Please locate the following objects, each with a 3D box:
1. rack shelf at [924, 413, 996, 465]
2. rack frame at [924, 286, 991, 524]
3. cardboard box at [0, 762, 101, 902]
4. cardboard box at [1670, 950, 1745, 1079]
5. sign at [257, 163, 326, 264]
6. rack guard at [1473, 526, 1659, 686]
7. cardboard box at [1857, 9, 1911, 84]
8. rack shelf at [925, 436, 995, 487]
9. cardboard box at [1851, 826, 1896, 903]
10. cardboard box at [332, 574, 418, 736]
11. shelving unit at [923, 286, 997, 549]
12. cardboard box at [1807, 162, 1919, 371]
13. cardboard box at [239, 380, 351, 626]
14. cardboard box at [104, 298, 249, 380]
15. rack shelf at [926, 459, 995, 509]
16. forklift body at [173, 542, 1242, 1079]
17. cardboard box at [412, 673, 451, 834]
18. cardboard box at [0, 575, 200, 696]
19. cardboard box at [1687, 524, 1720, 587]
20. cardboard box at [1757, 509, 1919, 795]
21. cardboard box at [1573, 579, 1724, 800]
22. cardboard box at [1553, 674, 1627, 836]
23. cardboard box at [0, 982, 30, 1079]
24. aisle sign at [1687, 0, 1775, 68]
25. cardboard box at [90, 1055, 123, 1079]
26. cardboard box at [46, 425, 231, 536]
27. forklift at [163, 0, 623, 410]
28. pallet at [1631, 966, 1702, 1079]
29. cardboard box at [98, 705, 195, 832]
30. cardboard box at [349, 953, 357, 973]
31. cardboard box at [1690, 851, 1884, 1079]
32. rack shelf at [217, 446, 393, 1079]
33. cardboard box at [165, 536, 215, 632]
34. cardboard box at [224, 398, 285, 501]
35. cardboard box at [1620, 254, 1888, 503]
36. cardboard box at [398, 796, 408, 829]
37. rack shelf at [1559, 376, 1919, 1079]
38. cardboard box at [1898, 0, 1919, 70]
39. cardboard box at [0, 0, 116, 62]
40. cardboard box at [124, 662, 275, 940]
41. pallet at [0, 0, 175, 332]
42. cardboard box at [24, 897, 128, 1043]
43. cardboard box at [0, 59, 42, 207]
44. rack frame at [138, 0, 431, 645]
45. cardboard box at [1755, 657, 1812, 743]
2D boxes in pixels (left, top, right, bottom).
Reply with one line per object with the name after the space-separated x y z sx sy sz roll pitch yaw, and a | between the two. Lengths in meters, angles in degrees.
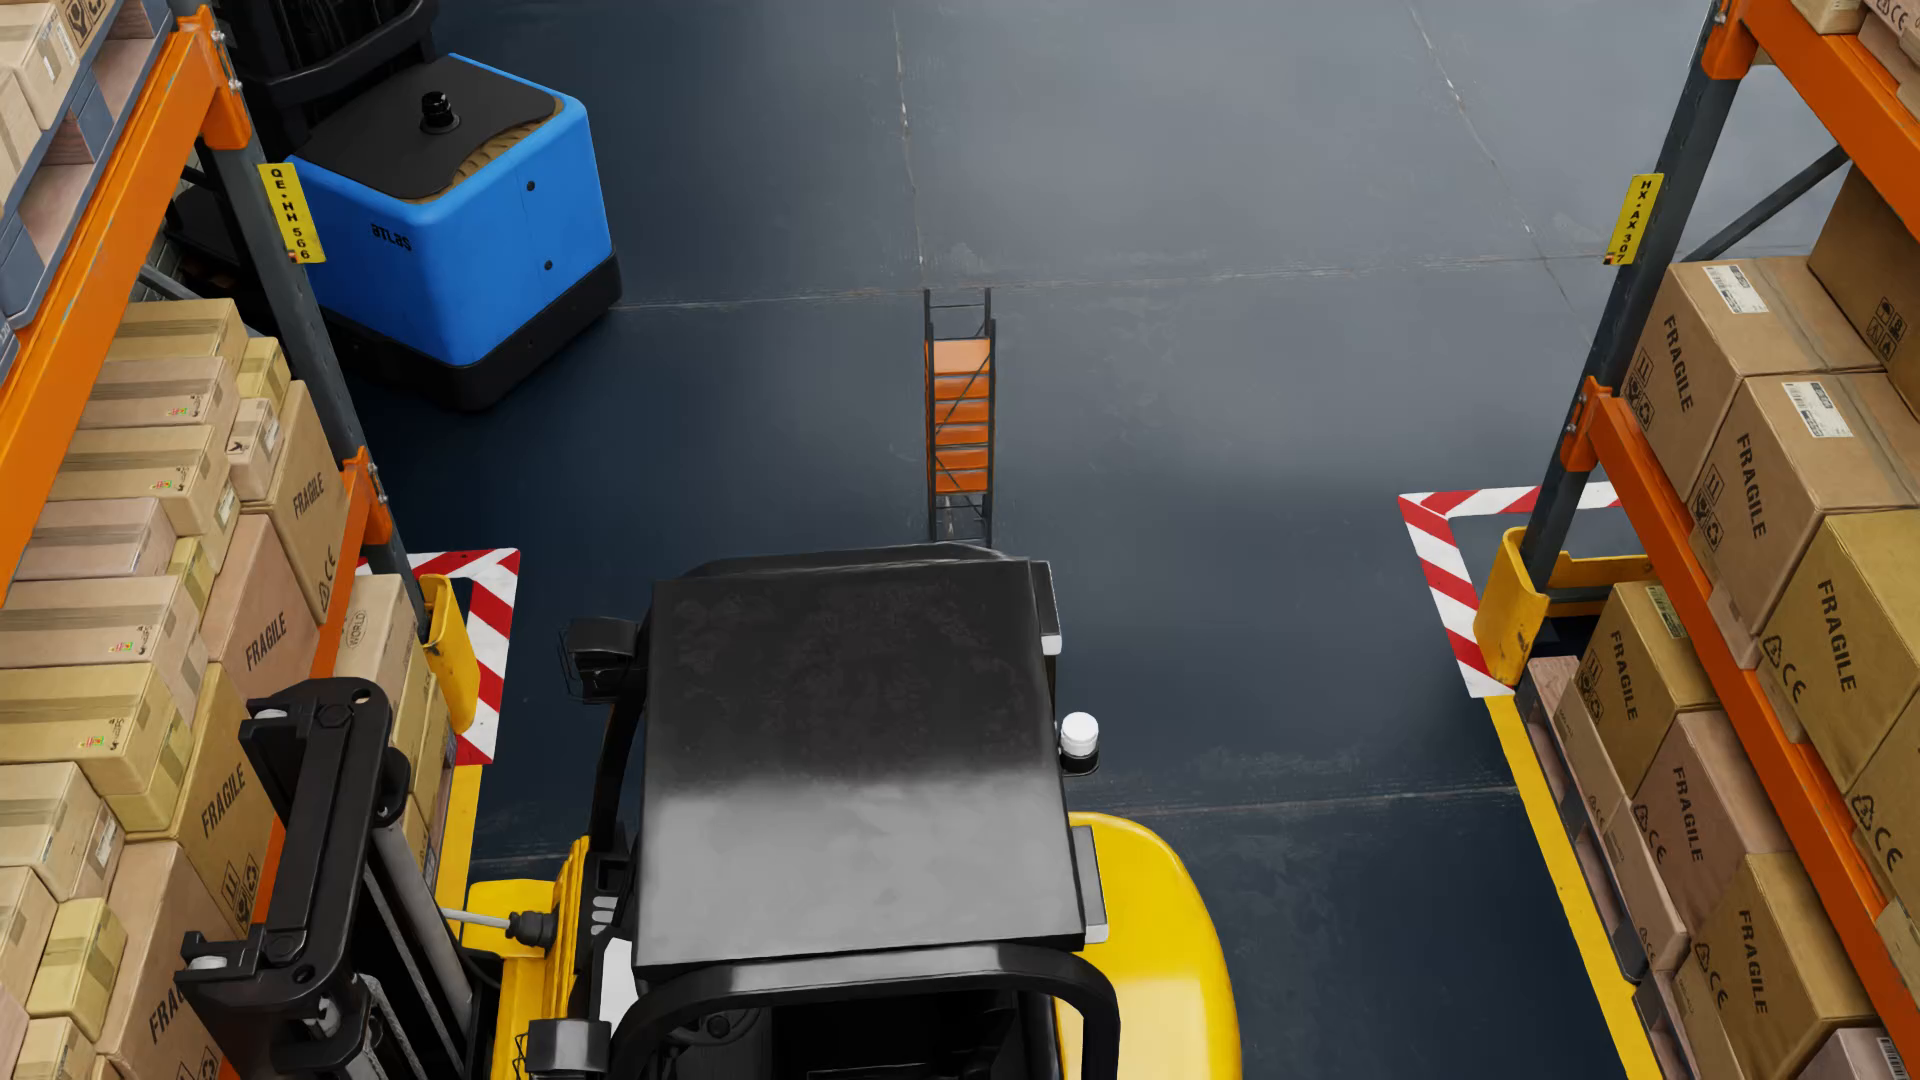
-0.001 -0.392 6.357 0.258 0.103 0.180 -3 47 -3 | rack shelf
-0.009 -0.489 6.387 0.240 1.200 0.006 -3 47 -3 | rack frame
-2.005 0.604 3.392 0.380 0.149 0.250 -3 47 -3 | cardboard box
2.452 1.469 4.898 0.500 0.250 0.500 -1 47 -1 | cardboard box
-1.838 -0.895 4.571 0.100 0.325 0.005 -3 47 -3 | sign
2.573 0.218 6.199 1.175 0.500 0.348 -3 47 -3 | rack guard
2.382 -1.197 3.925 0.380 0.149 0.250 -5 47 -5 | cardboard box
-0.001 -0.310 6.444 0.258 0.103 0.180 -3 47 -3 | rack shelf
2.470 0.778 4.120 0.380 0.149 0.250 -5 47 -4 | cardboard box
-2.030 0.379 5.241 0.500 0.250 0.500 -2 47 -2 | cardboard box
-0.001 -0.423 6.324 0.258 1.200 0.189 -3 47 -3 | shelving unit
2.827 -0.821 4.499 0.700 0.500 0.500 -5 47 -4 | cardboard box
-2.077 -0.086 4.697 0.500 0.500 0.500 -4 47 -4 | cardboard box
-2.139 -0.506 4.442 0.380 0.149 0.250 -3 47 -3 | cardboard box
-0.001 -0.227 6.531 0.258 0.103 0.180 -3 47 -3 | rack shelf
-0.403 1.161 4.169 2.313 2.155 1.214 -3 47 -3 | forklift body
-2.025 0.730 5.598 0.500 0.250 0.500 -3 47 -3 | cardboard box
-1.960 0.225 3.750 0.380 0.149 0.250 -2 47 -2 | cardboard box
2.365 0.027 4.832 0.380 0.149 0.250 -5 47 -5 | cardboard box
2.420 0.269 4.155 0.500 0.500 0.500 -4 47 -4 | cardboard box
2.361 0.464 5.332 0.500 0.500 0.500 -5 47 -5 | cardboard box
2.359 0.705 5.621 0.500 0.250 0.500 -4 47 -4 | cardboard box
-1.962 0.966 3.048 0.380 0.149 0.250 -4 47 -3 | cardboard box
2.252 -1.616 4.424 0.394 0.787 0.004 -3 47 -3 | aisle sign
-1.925 1.388 3.300 0.500 0.500 0.500 -4 47 -4 | cardboard box
-2.039 -0.141 4.097 0.380 0.149 0.250 -3 47 -2 | cardboard box
-3.093 -2.389 6.994 3.031 2.935 1.130 24 51 21 | forklift
2.705 1.788 4.911 1.003 0.211 1.213 -3 47 -3 | pallet
-1.939 0.511 3.685 0.380 0.149 0.250 -3 47 -3 | cardboard box
-1.929 1.113 4.546 0.500 0.250 0.500 -3 47 -3 | cardboard box
2.443 1.206 4.630 0.500 0.500 0.500 -3 47 -3 | cardboard box
-2.212 1.302 3.946 1.077 0.370 4.000 -3 47 -3 | rack shelf
-2.050 0.139 4.037 0.380 0.149 0.250 -4 47 -4 | cardboard box
-2.020 -0.233 4.389 0.380 0.149 0.250 -3 47 -3 | cardboard box
2.330 -0.474 4.859 0.500 0.500 0.500 -4 47 -4 | cardboard box
-1.996 0.934 5.060 0.500 0.250 0.500 -4 47 -4 | cardboard box
2.734 0.998 4.235 1.077 0.370 4.000 -3 47 -3 | rack shelf
2.376 -1.034 3.496 0.500 0.250 0.500 -4 47 -4 | cardboard box
-2.099 -1.331 3.452 0.500 0.500 0.500 -2 47 -2 | cardboard box
-1.999 0.660 3.990 0.500 0.500 0.500 -4 47 -4 | cardboard box
-2.346 -0.880 3.512 1.003 0.211 1.213 -3 47 -3 | pallet
-1.919 0.878 3.337 0.380 0.149 0.250 -4 47 -4 | cardboard box
-1.986 -0.792 3.102 0.396 0.266 0.258 -3 47 -3 | cardboard box
-2.379 -0.392 5.055 1.000 3.000 0.127 -3 47 -3 | rack frame
2.396 0.398 4.480 0.380 0.149 0.250 -2 47 -2 | cardboard box
